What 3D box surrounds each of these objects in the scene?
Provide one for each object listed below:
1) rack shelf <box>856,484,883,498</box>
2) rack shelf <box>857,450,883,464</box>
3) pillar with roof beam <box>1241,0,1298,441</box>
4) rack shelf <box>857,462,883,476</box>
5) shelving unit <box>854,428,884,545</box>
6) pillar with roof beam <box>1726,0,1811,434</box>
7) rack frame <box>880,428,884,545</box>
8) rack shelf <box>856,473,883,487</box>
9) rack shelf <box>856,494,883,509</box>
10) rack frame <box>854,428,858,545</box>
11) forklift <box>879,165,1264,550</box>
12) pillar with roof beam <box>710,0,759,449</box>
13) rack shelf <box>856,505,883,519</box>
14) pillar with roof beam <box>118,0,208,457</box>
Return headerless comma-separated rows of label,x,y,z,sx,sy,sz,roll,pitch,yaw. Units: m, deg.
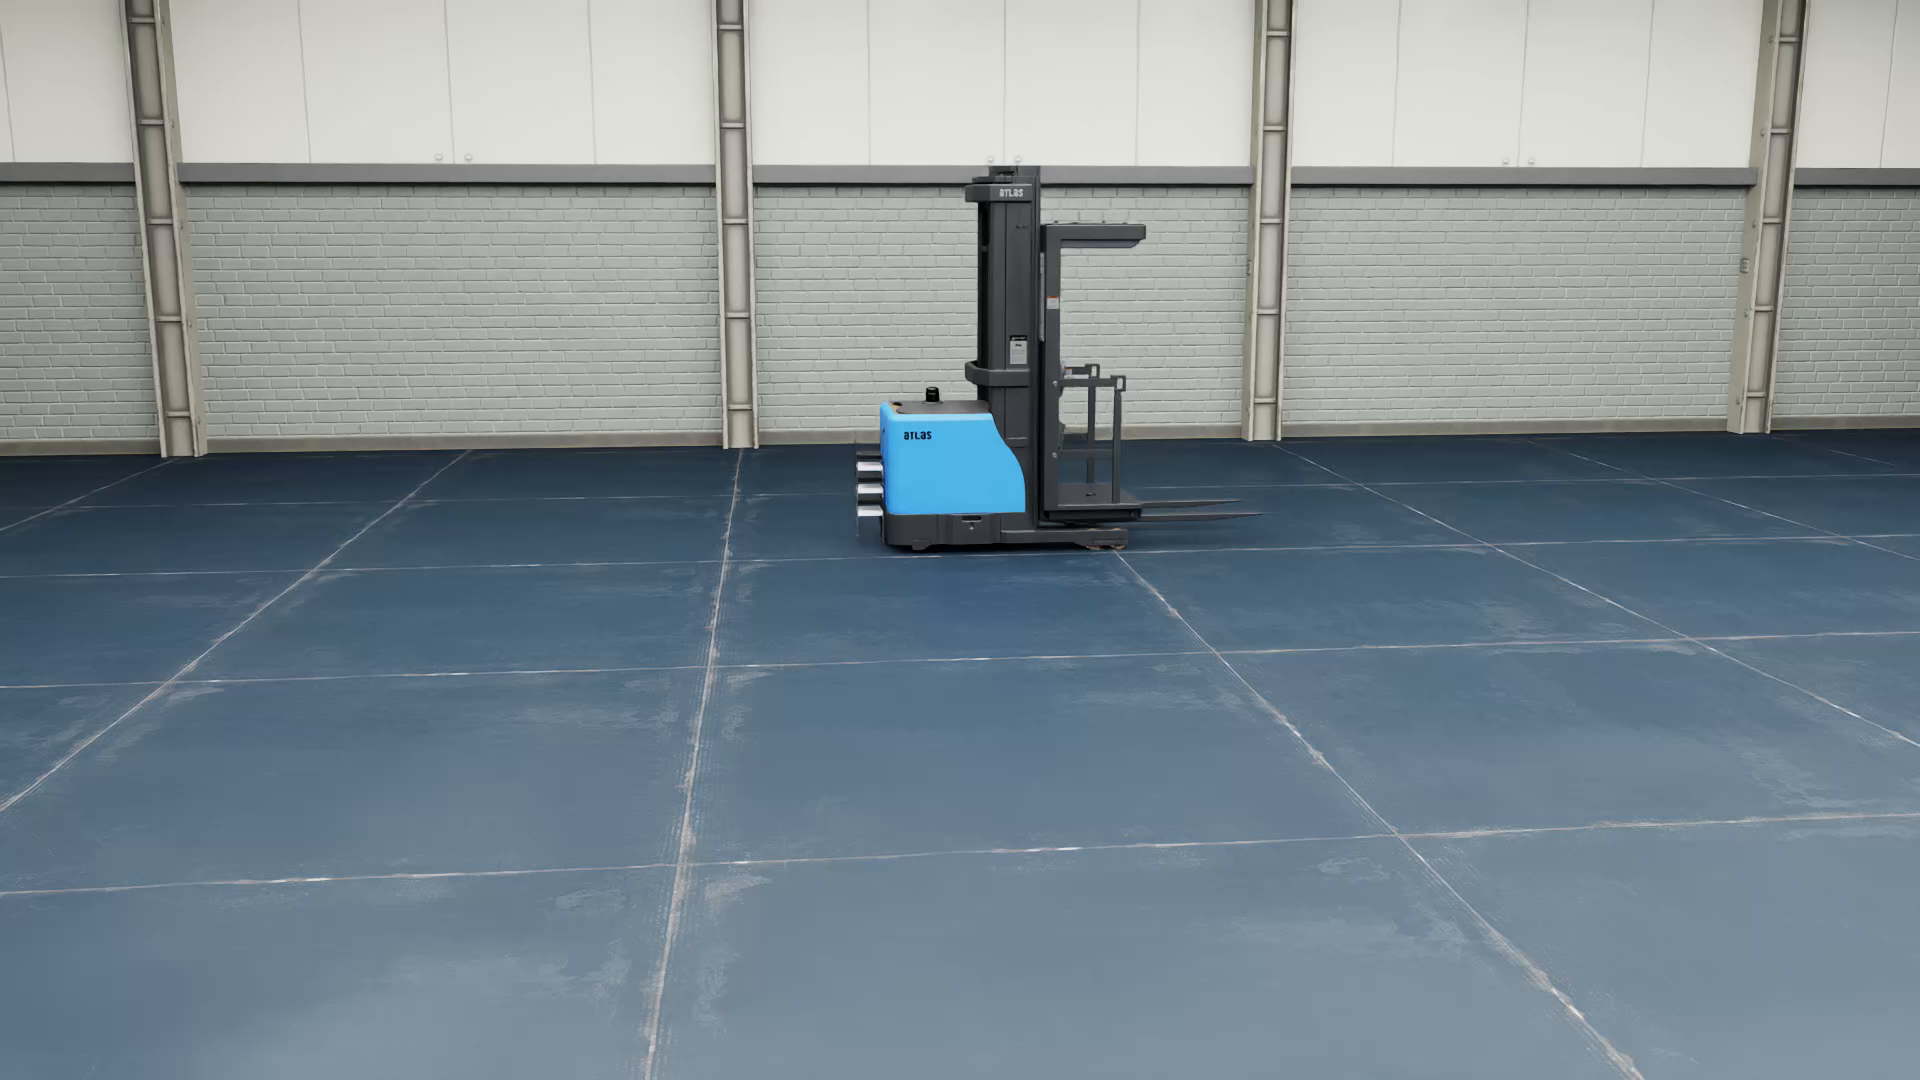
rack shelf,-0.721,-0.392,13.201,0.200,0.077,0.258,-1,11,-7
rack shelf,-0.721,-0.657,13.149,0.200,0.077,0.258,-1,11,-7
pillar with roof beam,3.967,-4.767,14.286,0.400,9.000,9.100,-1,11,-6
rack shelf,-0.721,-0.568,13.166,0.200,0.077,0.258,-1,11,-7
shelving unit,-0.721,-0.425,13.195,0.210,0.900,0.258,-1,11,-7
pillar with roof beam,9.932,-4.892,14.921,0.400,9.000,9.100,-1,11,-6
rack frame,-0.620,-0.427,13.207,0.006,0.900,0.240,-1,11,-7
rack shelf,-0.721,-0.480,13.184,0.200,0.077,0.258,-1,11,-7
rack shelf,-0.721,-0.304,13.218,0.200,0.077,0.258,-1,11,-7
rack frame,-0.822,-0.422,13.182,0.006,0.900,0.240,-1,11,-7
forklift,0.890,-1.459,13.193,3.031,2.935,1.130,-1,11,-7
pillar with roof beam,-1.998,-4.642,13.650,0.400,9.000,9.100,-1,11,-6
rack shelf,-0.721,-0.215,13.236,0.200,0.077,0.258,-1,11,-7
pillar with roof beam,-7.963,-4.517,13.014,0.400,9.000,9.100,-1,11,-6
